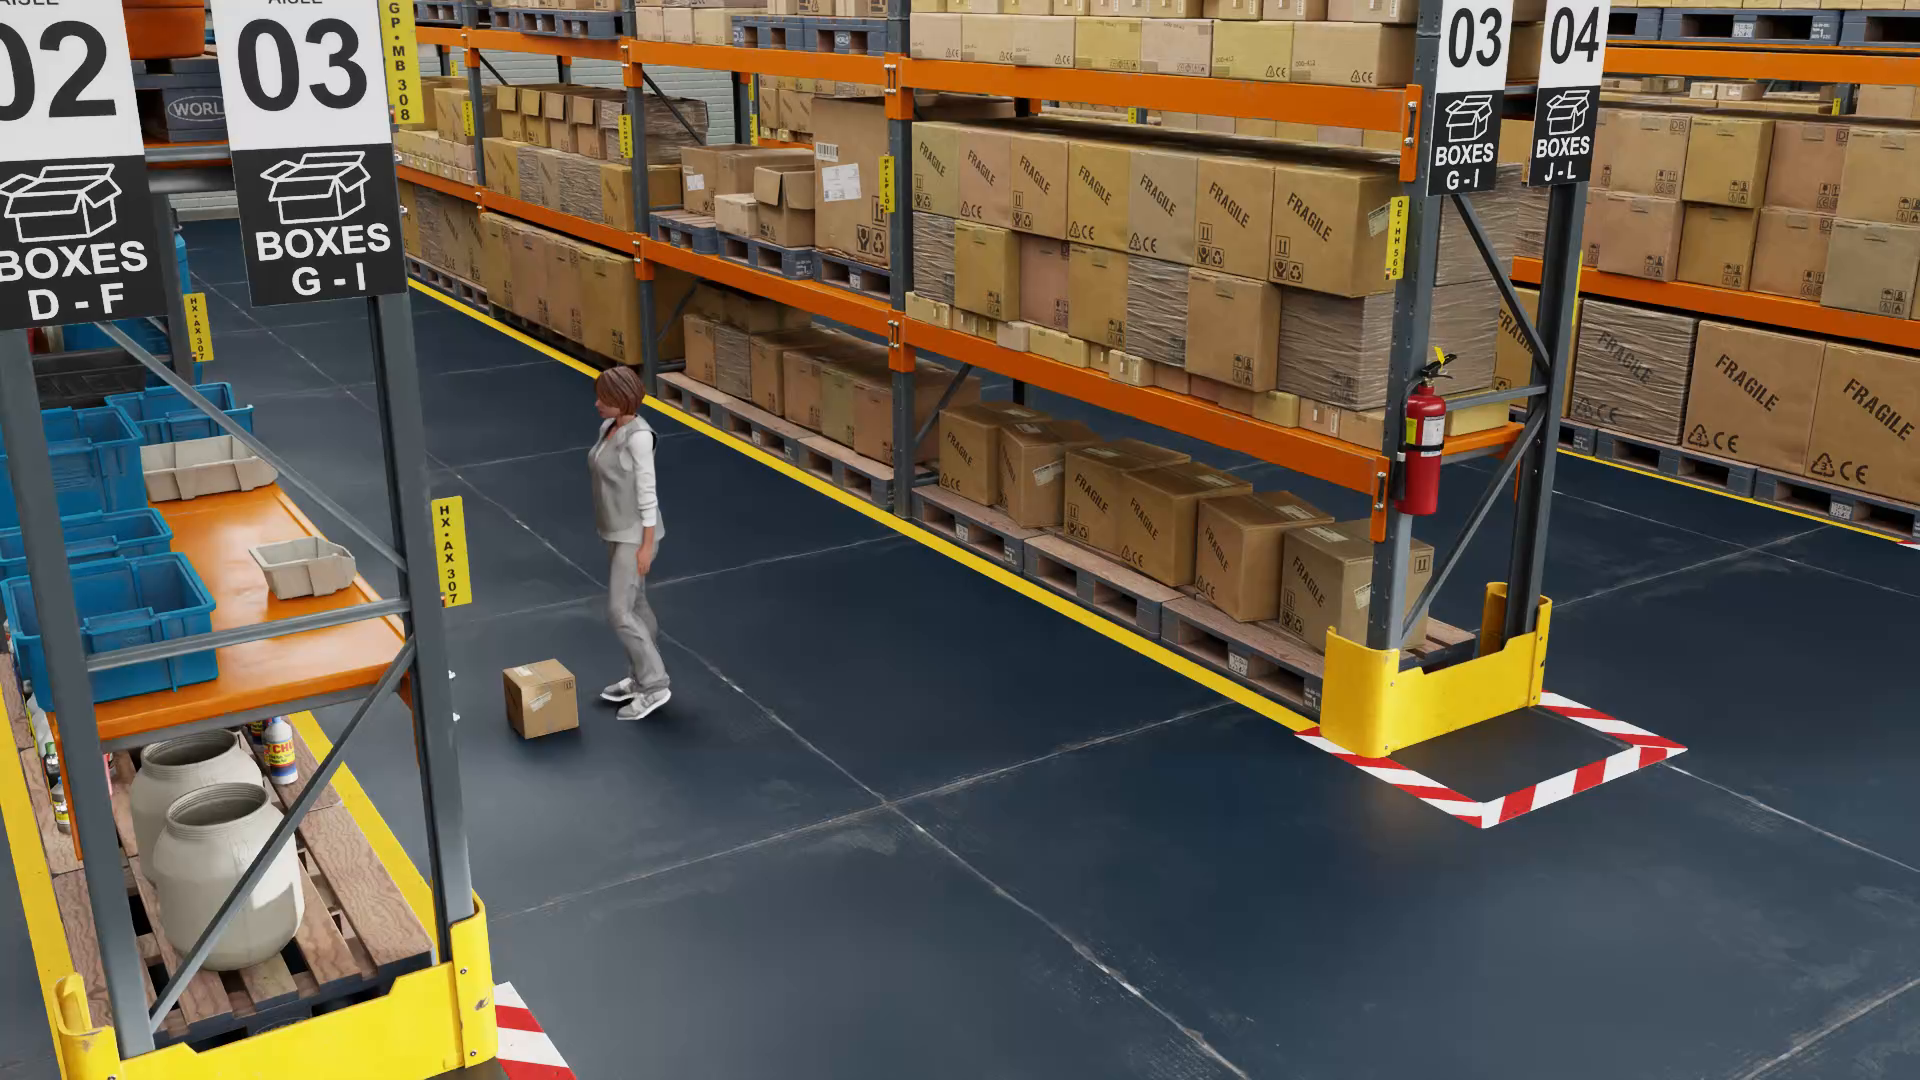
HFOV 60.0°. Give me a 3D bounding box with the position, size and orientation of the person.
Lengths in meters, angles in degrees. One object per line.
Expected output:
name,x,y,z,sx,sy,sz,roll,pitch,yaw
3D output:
person,-1.515,0.000,7.573,0.322,1.616,0.451,-9,20,-26
